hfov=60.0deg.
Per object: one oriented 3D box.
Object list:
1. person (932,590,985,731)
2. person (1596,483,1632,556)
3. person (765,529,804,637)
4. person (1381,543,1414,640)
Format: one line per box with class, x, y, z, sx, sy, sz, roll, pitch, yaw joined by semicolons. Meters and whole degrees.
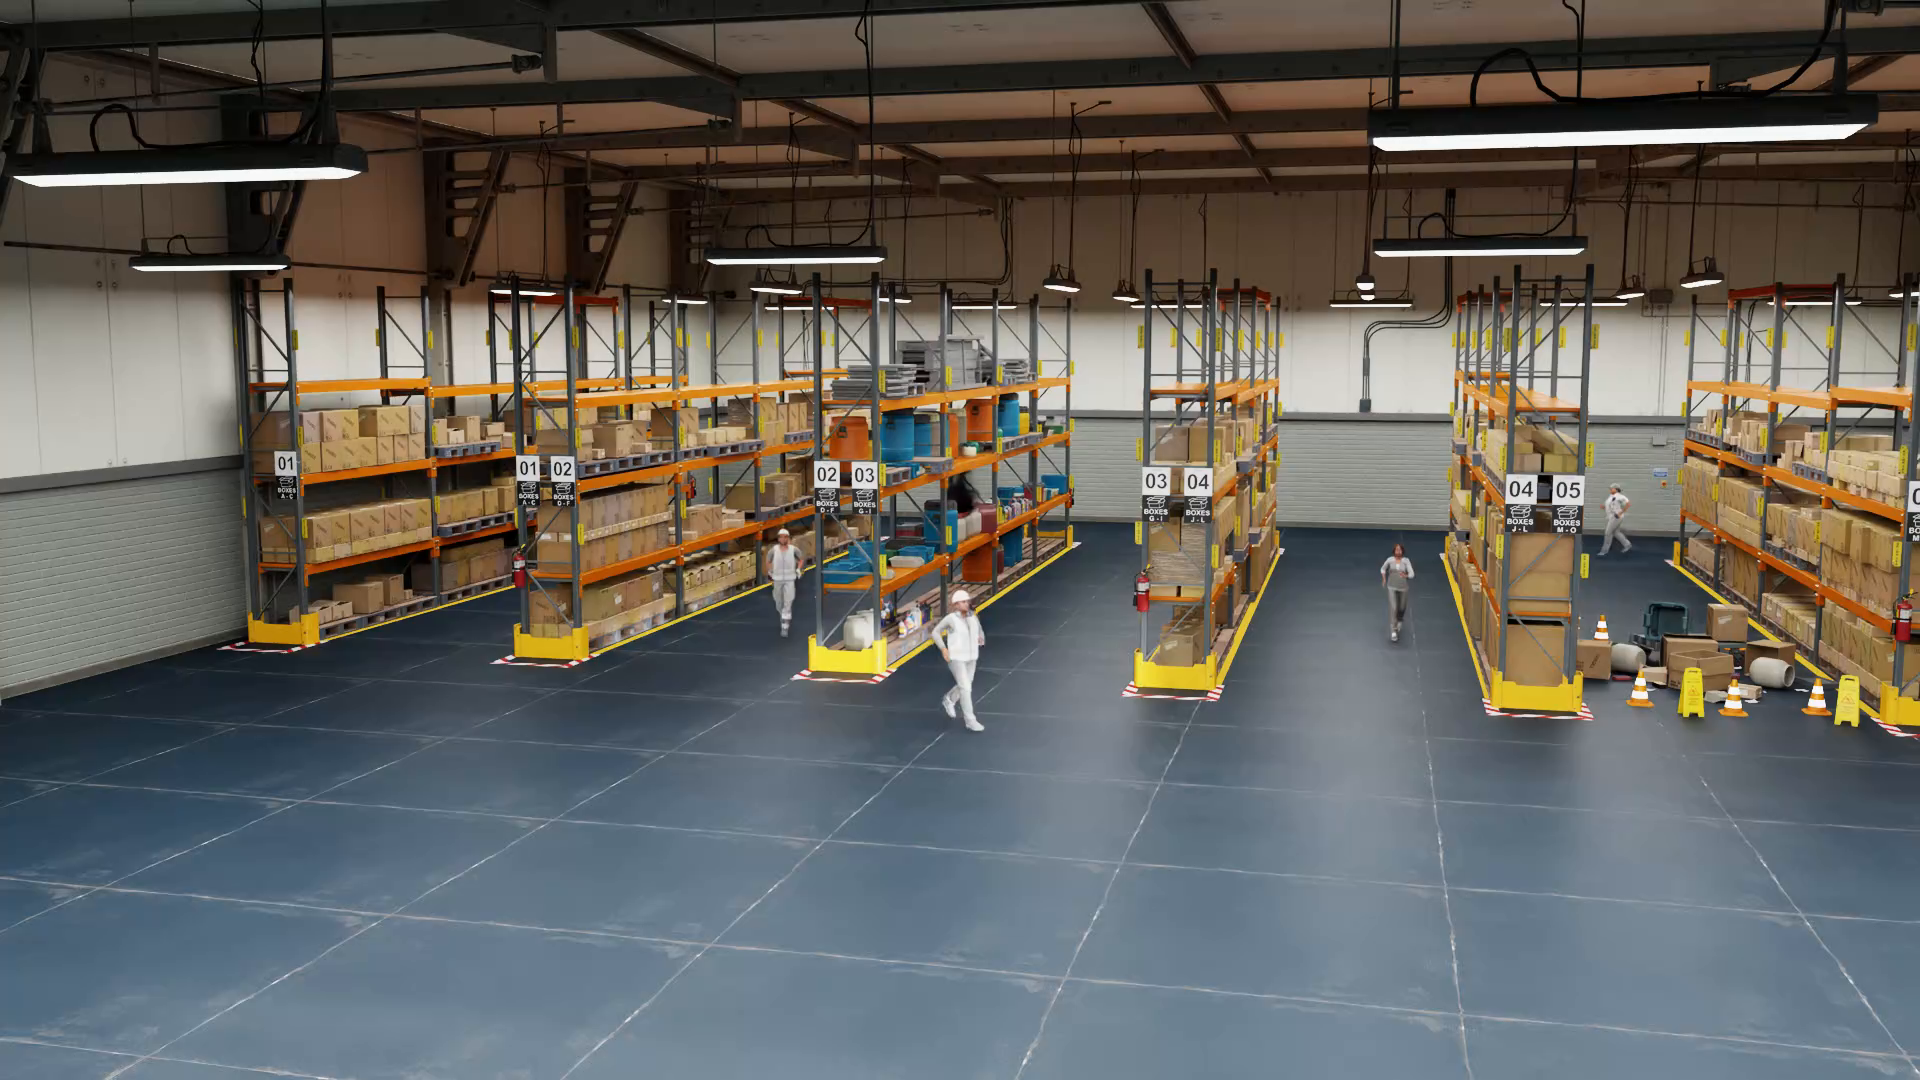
person;0.032;1.525;21.502;0.670;1.752;0.945;-5;9;-38
person;15.288;-0.471;38.776;0.878;1.706;0.599;0;7;2
person;-2.970;0.662;28.184;0.656;1.707;0.899;0;7;-3
person;7.351;0.843;27.969;0.537;1.585;0.893;1;7;11
